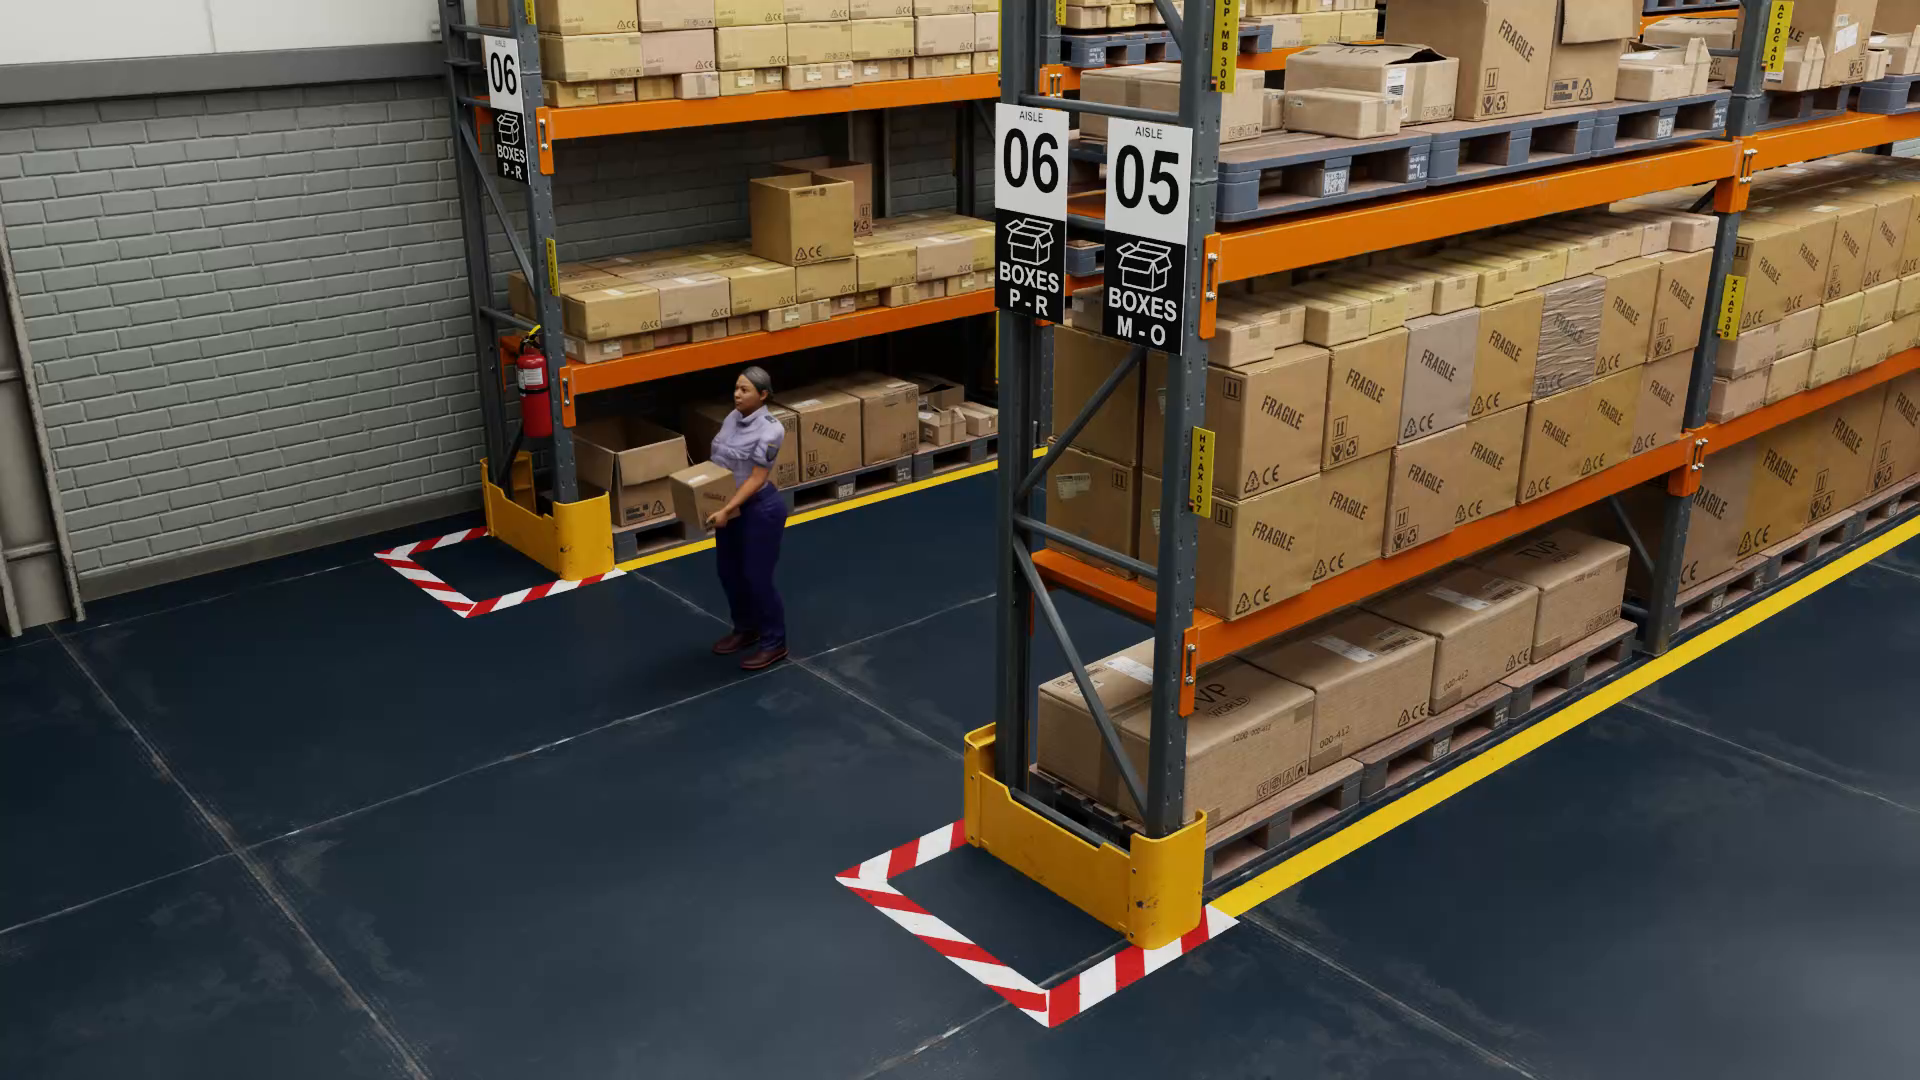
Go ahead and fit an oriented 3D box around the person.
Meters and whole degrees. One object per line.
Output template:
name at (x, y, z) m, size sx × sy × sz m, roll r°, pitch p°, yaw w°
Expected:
person at (-1.200, -0.112, 8.910) m, size 0.524 × 1.636 × 0.453 m, roll -17°, pitch 27°, yaw -36°
